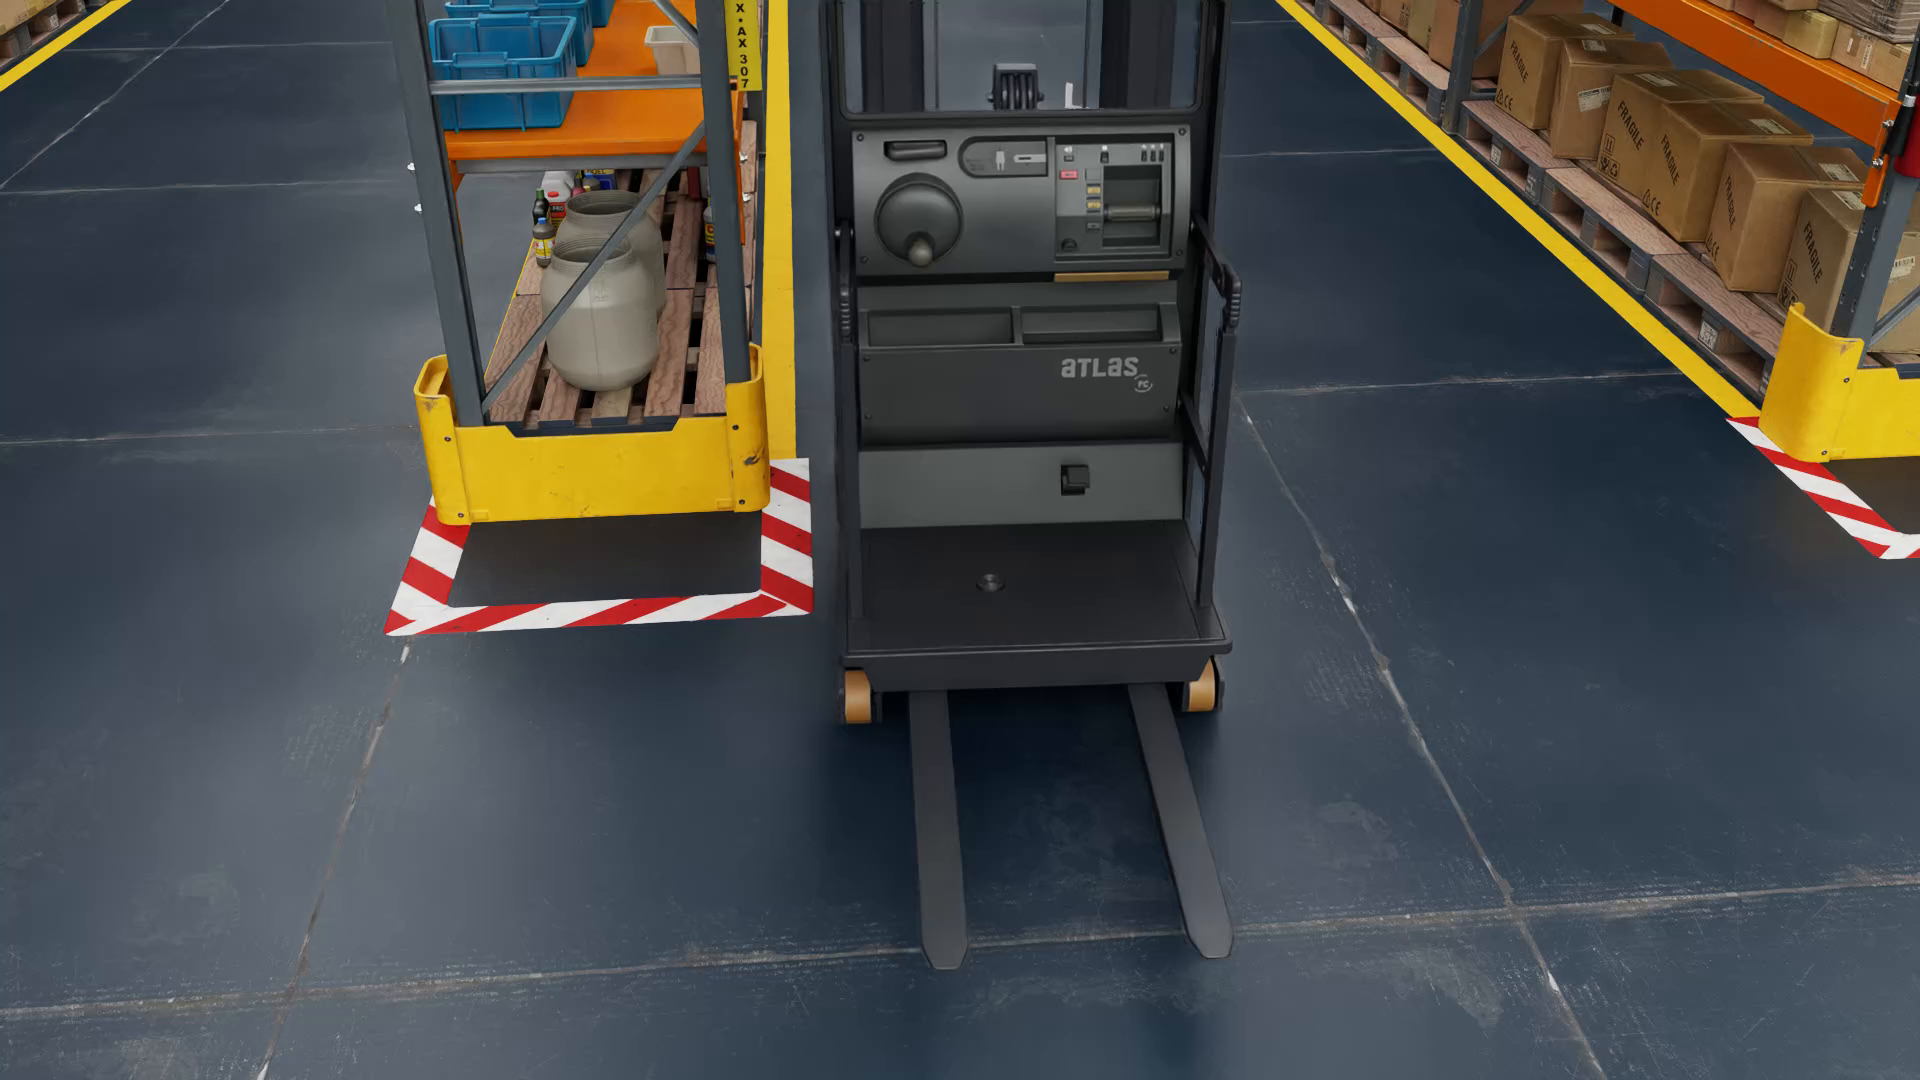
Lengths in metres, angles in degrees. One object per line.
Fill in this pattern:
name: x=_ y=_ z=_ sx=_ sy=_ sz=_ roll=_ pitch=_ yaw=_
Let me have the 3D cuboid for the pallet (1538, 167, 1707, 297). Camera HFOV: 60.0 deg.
pallet: x=3.550 y=-1.533 z=8.110 sx=1.003 sy=0.211 sz=1.213 roll=-3 pitch=31 yaw=-5

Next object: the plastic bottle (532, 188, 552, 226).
plastic bottle: x=-1.860 y=-1.414 z=7.412 sx=0.061 sy=0.283 sz=0.133 roll=-2 pitch=31 yaw=-3

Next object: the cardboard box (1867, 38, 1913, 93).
cardboard box: x=3.477 y=-1.681 z=5.884 sx=0.380 sy=0.149 sz=0.250 roll=-3 pitch=31 yaw=-5

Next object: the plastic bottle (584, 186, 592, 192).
plastic bottle: x=-1.717 y=-1.536 z=7.697 sx=0.097 sy=0.201 sz=0.097 roll=0 pitch=31 yaw=0

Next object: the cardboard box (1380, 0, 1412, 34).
cardboard box: x=3.221 y=-3.656 z=10.954 sx=0.700 sy=0.500 sz=0.500 roll=-5 pitch=31 yaw=-9

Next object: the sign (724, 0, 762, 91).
sign: x=-0.674 y=-1.559 z=5.165 sx=0.100 sy=0.325 sz=0.005 roll=-3 pitch=31 yaw=-5

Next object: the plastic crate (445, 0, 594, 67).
plastic crate: x=-1.622 y=-1.925 z=6.193 sx=0.499 sy=0.251 sz=0.408 roll=-3 pitch=31 yaw=-5

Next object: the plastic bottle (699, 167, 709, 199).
plastic bottle: x=-1.190 y=-1.817 z=8.093 sx=0.152 sy=0.276 sz=0.135 roll=-2 pitch=31 yaw=-4

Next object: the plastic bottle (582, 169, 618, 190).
plastic bottle: x=-1.732 y=-1.752 z=7.985 sx=0.152 sy=0.276 sz=0.135 roll=-3 pitch=31 yaw=-5

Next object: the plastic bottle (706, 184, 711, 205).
plastic bottle: x=-1.114 y=-1.549 z=7.650 sx=0.097 sy=0.271 sz=0.097 roll=0 pitch=31 yaw=0

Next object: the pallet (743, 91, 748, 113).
pallet: x=-1.708 y=-2.660 z=9.997 sx=1.003 sy=0.211 sz=1.213 roll=-3 pitch=31 yaw=-5

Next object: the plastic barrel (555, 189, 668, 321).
plastic barrel: x=-1.407 y=-1.116 z=6.710 sx=0.421 sy=0.512 sz=0.421 roll=0 pitch=31 yaw=0

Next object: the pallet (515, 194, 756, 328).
pallet: x=-1.458 y=-1.292 z=7.707 sx=1.003 sy=0.211 sz=1.213 roll=-3 pitch=31 yaw=-5

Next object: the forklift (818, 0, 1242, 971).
forklift: x=0.186 y=-0.894 z=4.389 sx=1.130 sy=2.935 sz=3.031 roll=-2 pitch=31 yaw=-3

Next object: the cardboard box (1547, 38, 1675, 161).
cardboard box: x=3.394 y=-2.304 z=8.711 sx=0.500 sy=0.500 sz=0.500 roll=7 pitch=32 yaw=11

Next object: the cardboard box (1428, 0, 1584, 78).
cardboard box: x=3.299 y=-3.126 z=10.066 sx=0.700 sy=0.500 sz=0.500 roll=-5 pitch=31 yaw=-8

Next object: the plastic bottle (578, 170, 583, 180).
plastic bottle: x=-1.877 y=-1.764 z=7.933 sx=0.144 sy=0.351 sz=0.185 roll=-3 pitch=31 yaw=-5

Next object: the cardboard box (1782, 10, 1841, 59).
cardboard box: x=3.379 y=-1.934 z=6.307 sx=0.380 sy=0.149 sz=0.250 roll=-3 pitch=31 yaw=-5

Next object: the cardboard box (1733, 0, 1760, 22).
cardboard box: x=3.389 y=-2.192 z=6.739 sx=0.380 sy=0.149 sz=0.250 roll=-3 pitch=31 yaw=-5

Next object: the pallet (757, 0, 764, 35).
pallet: x=-1.936 y=-3.906 z=12.083 sx=1.003 sy=0.211 sz=1.213 roll=-3 pitch=31 yaw=-5

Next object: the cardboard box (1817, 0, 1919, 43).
cardboard box: x=3.685 y=-2.106 z=5.963 sx=0.875 sy=0.500 sz=0.500 roll=-3 pitch=31 yaw=-5

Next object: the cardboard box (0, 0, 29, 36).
cardboard box: x=-6.514 y=-3.488 z=10.936 sx=0.500 sy=0.250 sz=0.500 roll=-2 pitch=31 yaw=-3

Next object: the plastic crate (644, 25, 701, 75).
plastic crate: x=-0.986 y=-1.775 z=6.053 sx=0.298 sy=0.136 sz=0.250 roll=-3 pitch=31 yaw=-5

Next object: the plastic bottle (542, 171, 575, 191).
plastic bottle: x=-1.840 y=-1.553 z=7.652 sx=0.152 sy=0.276 sz=0.135 roll=-4 pitch=31 yaw=-6

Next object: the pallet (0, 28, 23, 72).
pallet: x=-6.753 y=-3.024 z=10.607 sx=1.003 sy=0.211 sz=1.213 roll=-3 pitch=31 yaw=-5

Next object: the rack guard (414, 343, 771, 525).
rack guard: x=-1.277 y=-0.379 z=5.897 sx=1.175 sy=0.500 sz=0.348 roll=-3 pitch=31 yaw=-5

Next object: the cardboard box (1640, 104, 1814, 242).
cardboard box: x=3.537 y=-1.704 z=7.706 sx=0.500 sy=0.500 sz=0.500 roll=0 pitch=31 yaw=0

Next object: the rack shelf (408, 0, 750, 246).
rack shelf: x=-1.409 y=-2.128 z=7.089 sx=1.077 sy=0.370 sz=4.000 roll=-3 pitch=31 yaw=-5

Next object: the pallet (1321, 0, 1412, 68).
pallet: x=3.144 y=-3.520 z=11.437 sx=1.003 sy=0.211 sz=1.213 roll=-3 pitch=31 yaw=-5

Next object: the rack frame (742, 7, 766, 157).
rack frame: x=-1.596 y=-3.458 z=8.614 sx=1.000 sy=3.000 sz=0.127 roll=-3 pitch=31 yaw=-5

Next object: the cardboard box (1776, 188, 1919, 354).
cardboard box: x=3.667 y=-1.080 z=6.661 sx=0.500 sy=0.500 sz=0.500 roll=3 pitch=31 yaw=5

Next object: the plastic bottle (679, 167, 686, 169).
plastic bottle: x=-1.376 y=-2.045 z=8.475 sx=0.152 sy=0.276 sz=0.135 roll=-3 pitch=31 yaw=-5

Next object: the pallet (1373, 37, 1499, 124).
pallet: x=3.261 y=-2.896 z=10.392 sx=1.003 sy=0.211 sz=1.213 roll=-3 pitch=31 yaw=-5

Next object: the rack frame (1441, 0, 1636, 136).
rack frame: x=3.335 y=-3.695 z=9.011 sx=1.000 sy=3.000 sz=0.127 roll=-3 pitch=31 yaw=-5

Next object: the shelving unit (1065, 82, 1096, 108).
shelving unit: x=0.405 y=-1.085 z=6.396 sx=0.258 sy=1.200 sz=0.503 roll=14 pitch=34 yaw=22
